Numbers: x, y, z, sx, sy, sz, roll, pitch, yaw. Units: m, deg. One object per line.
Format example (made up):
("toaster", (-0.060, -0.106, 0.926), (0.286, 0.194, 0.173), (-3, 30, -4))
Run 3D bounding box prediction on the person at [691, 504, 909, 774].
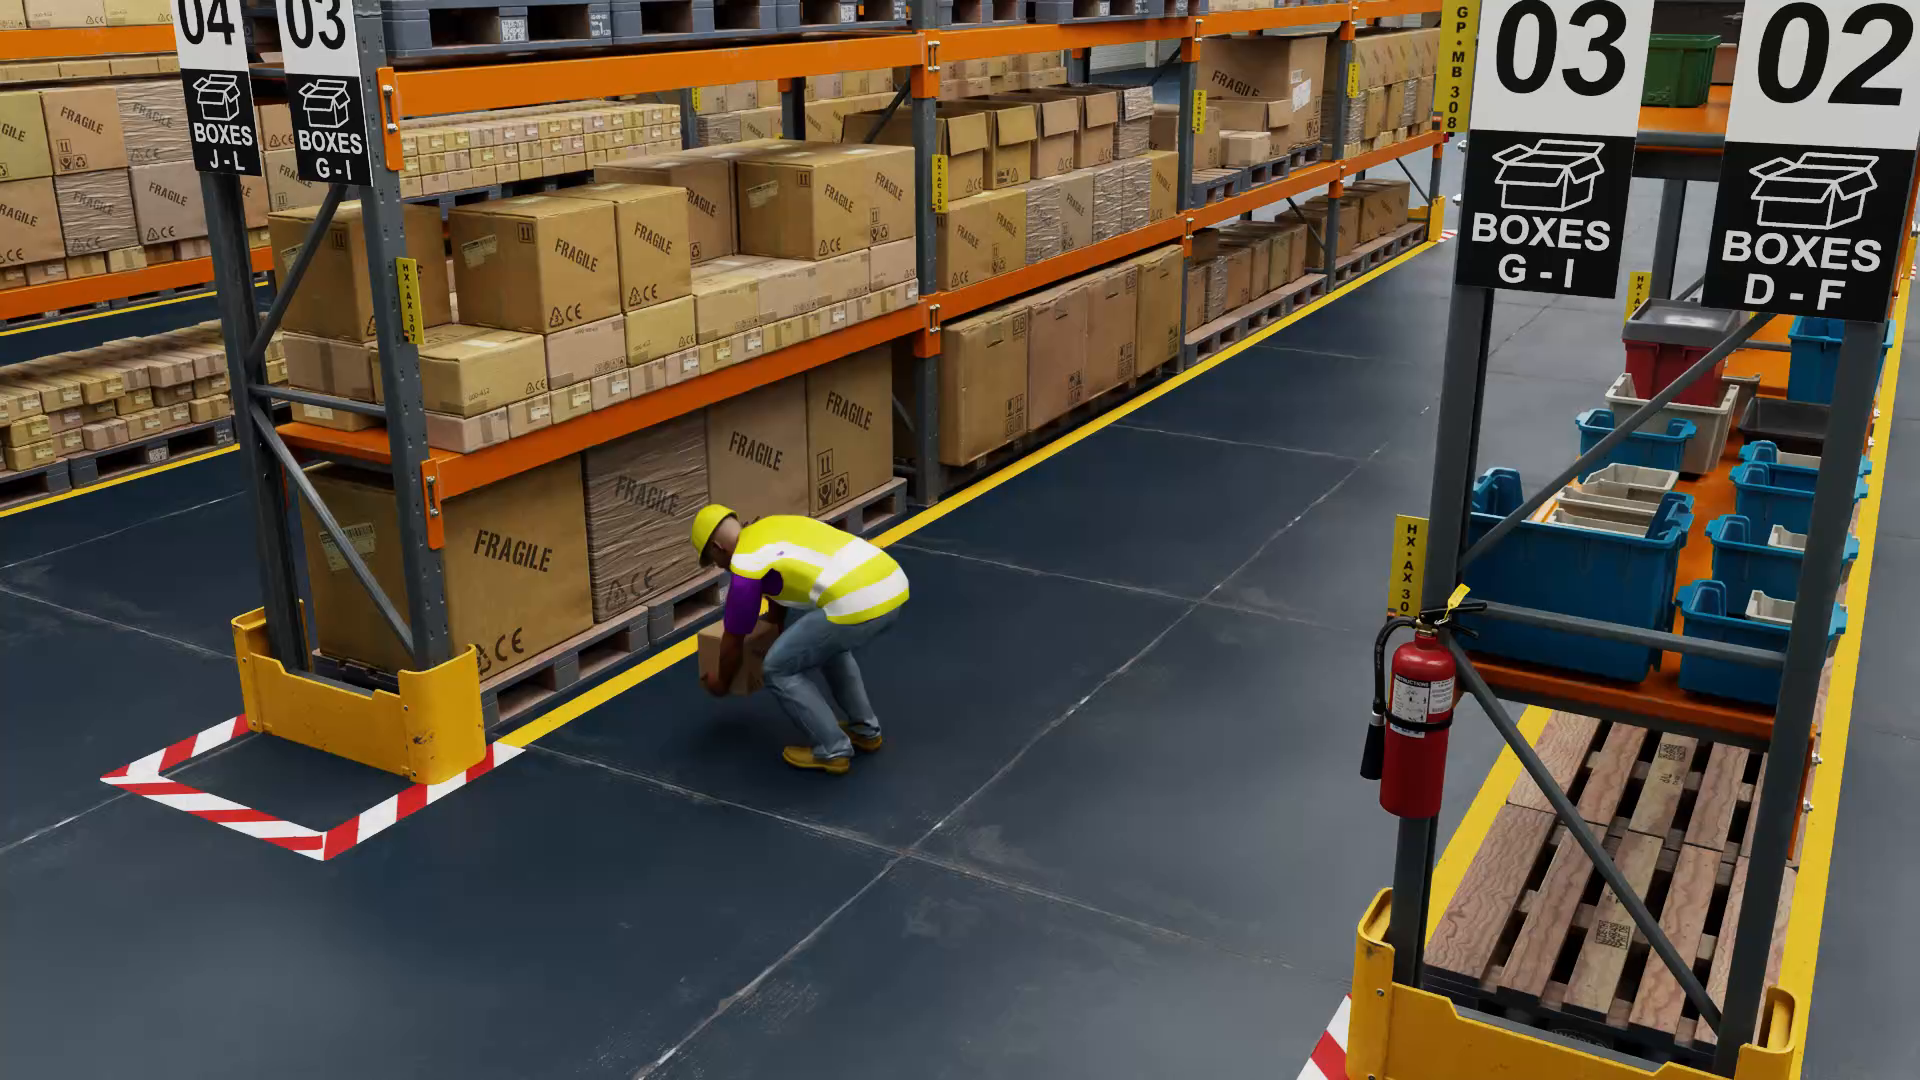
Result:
("person", (-0.692, 0.399, 6.991), (0.966, 1.039, 0.518), (9, 21, 25))
